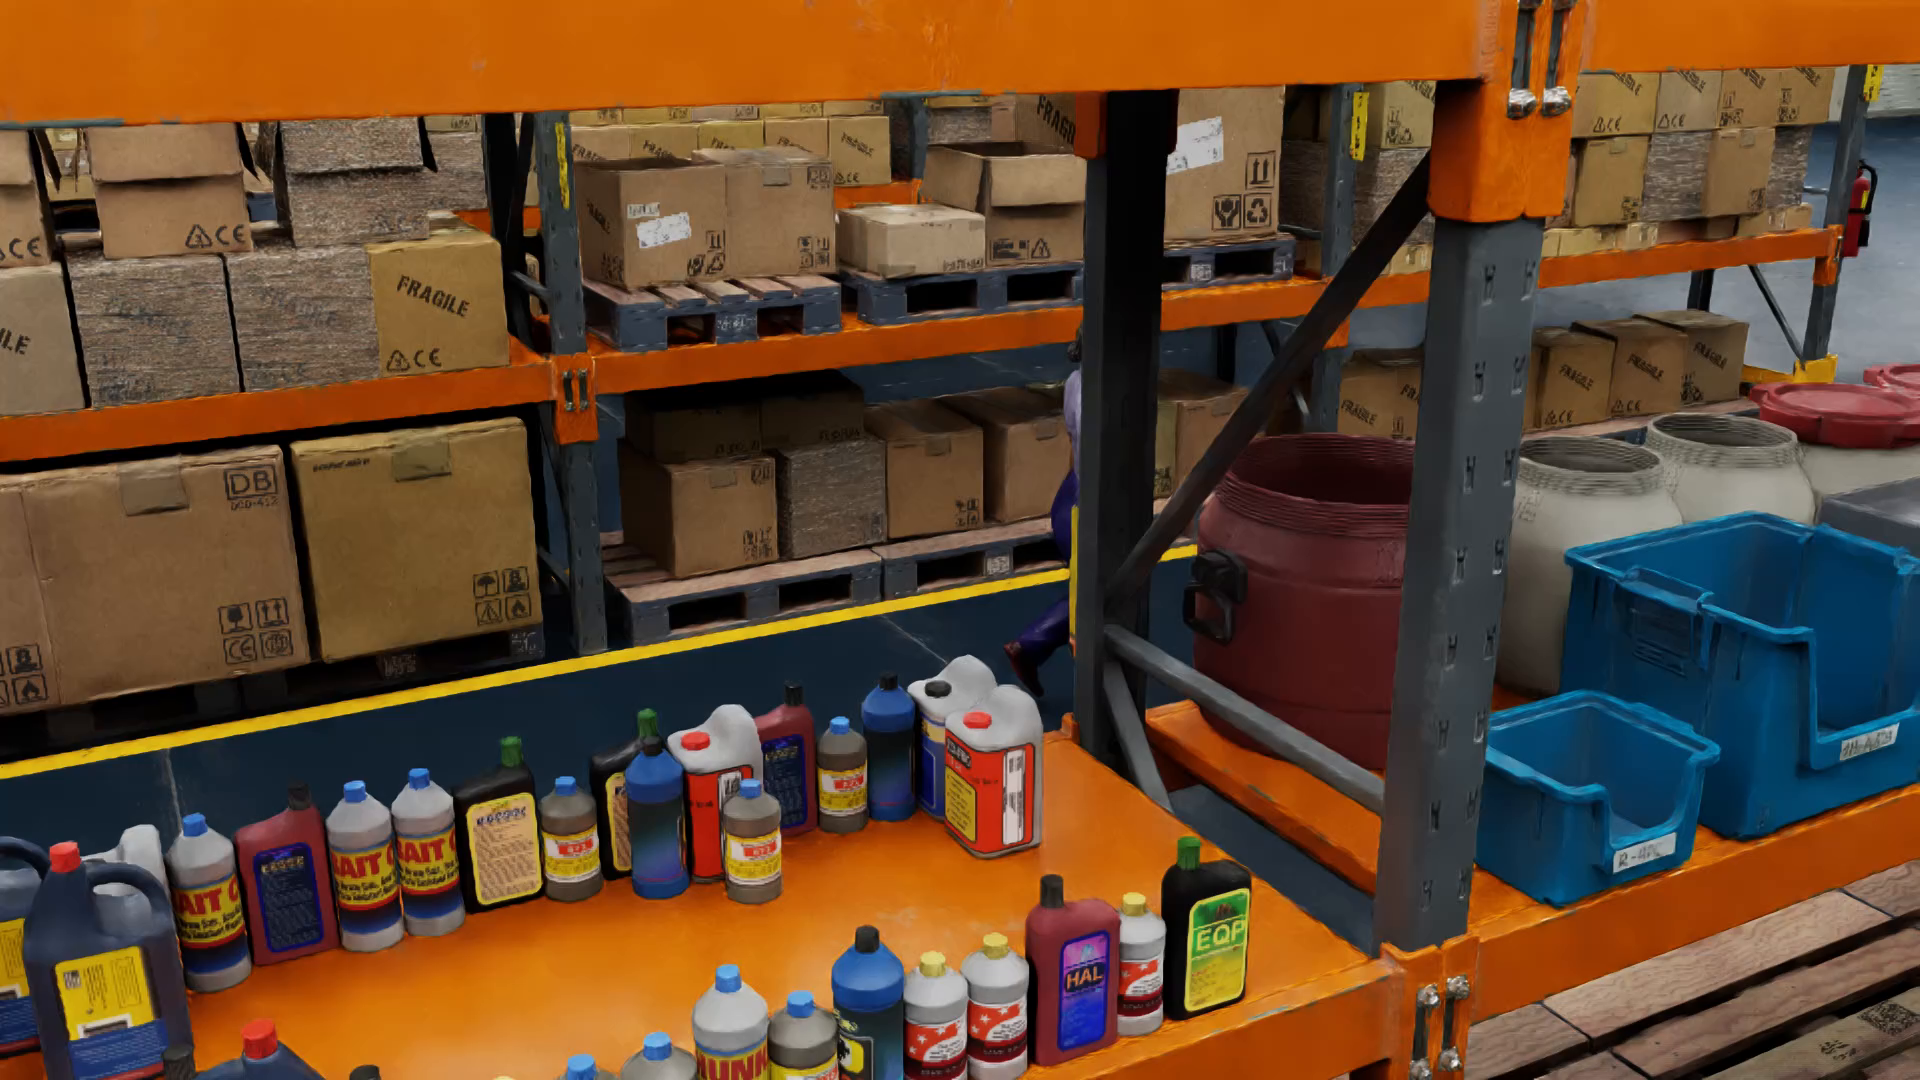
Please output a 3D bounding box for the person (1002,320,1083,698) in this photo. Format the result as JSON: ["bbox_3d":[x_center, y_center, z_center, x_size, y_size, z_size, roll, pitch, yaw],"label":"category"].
[{"bbox_3d":[0.476,-0.058,6.224,0.621,1.629,0.511,0,19,0],"label":"person"}]
